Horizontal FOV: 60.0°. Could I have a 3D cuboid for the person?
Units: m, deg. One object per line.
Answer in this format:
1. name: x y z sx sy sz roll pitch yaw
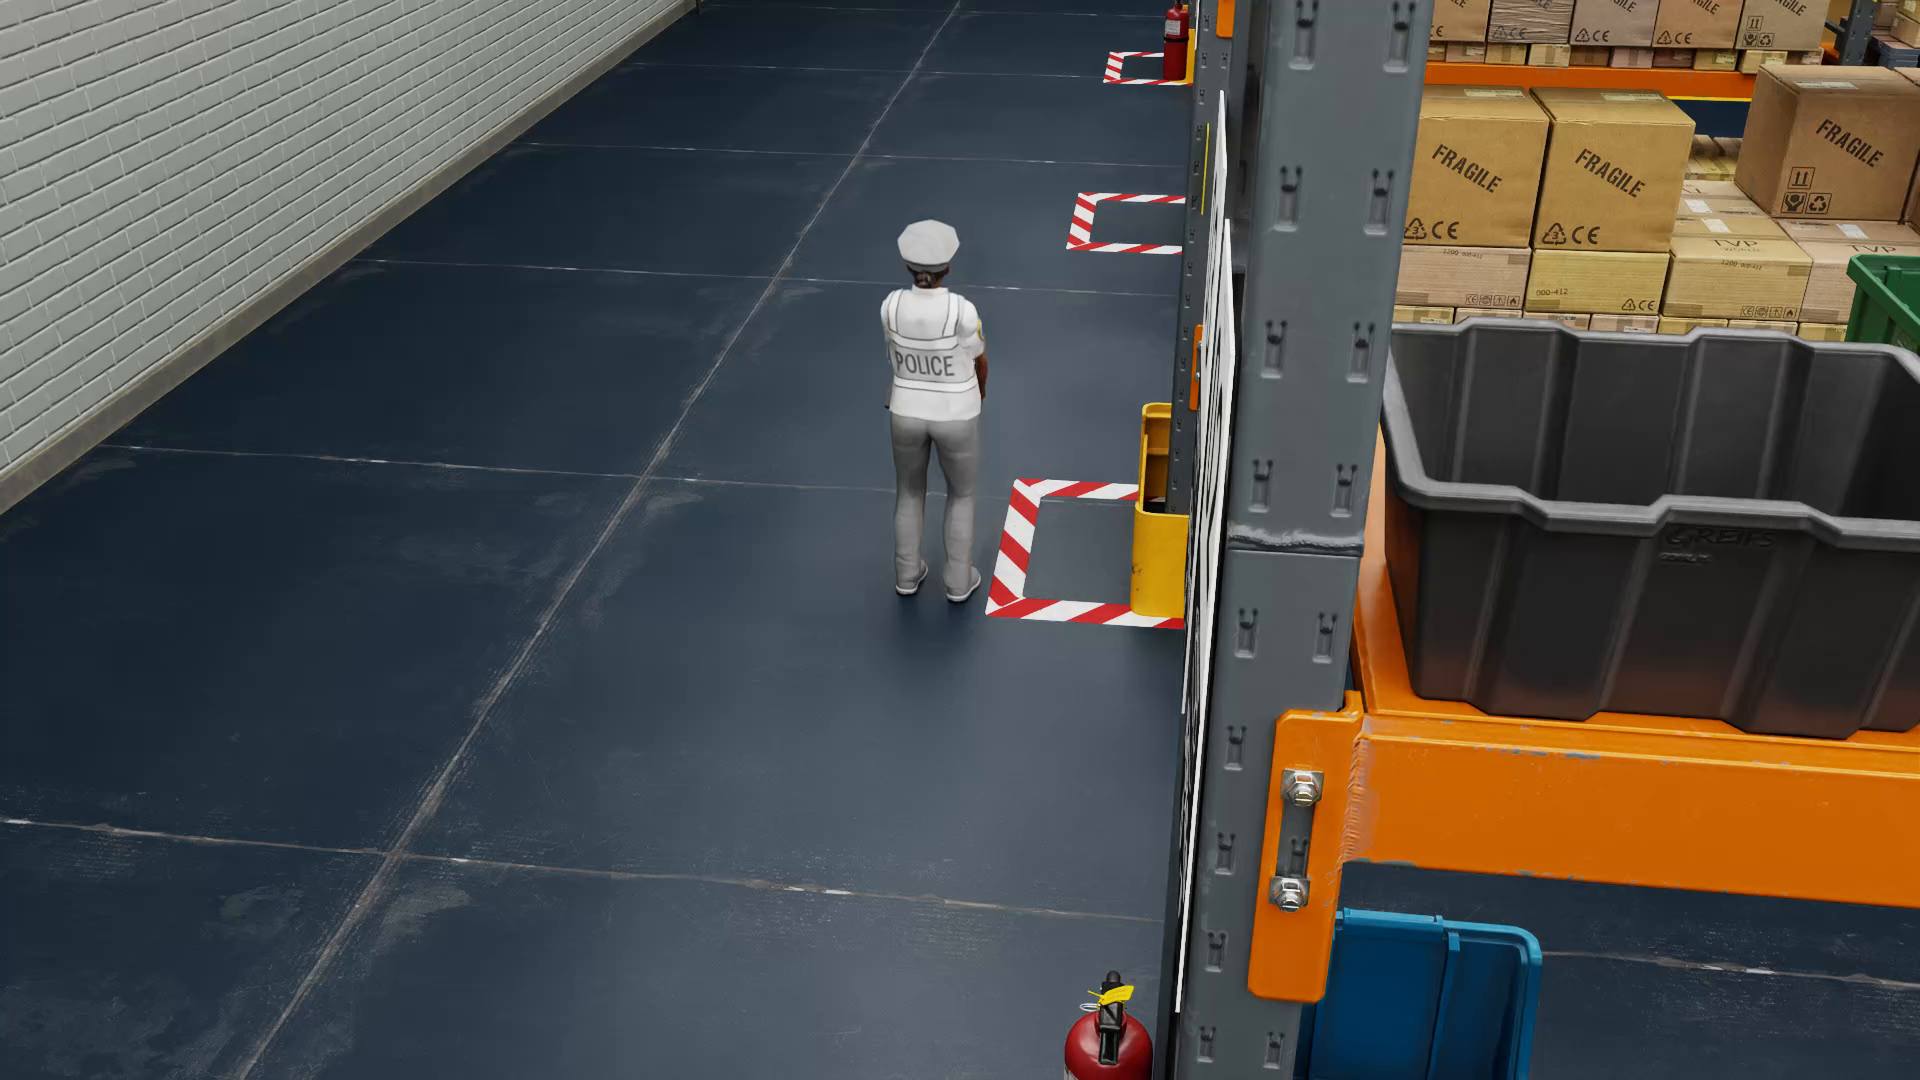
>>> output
1. person: -0.093 -0.562 7.135 0.435 1.692 0.520 7 29 12
